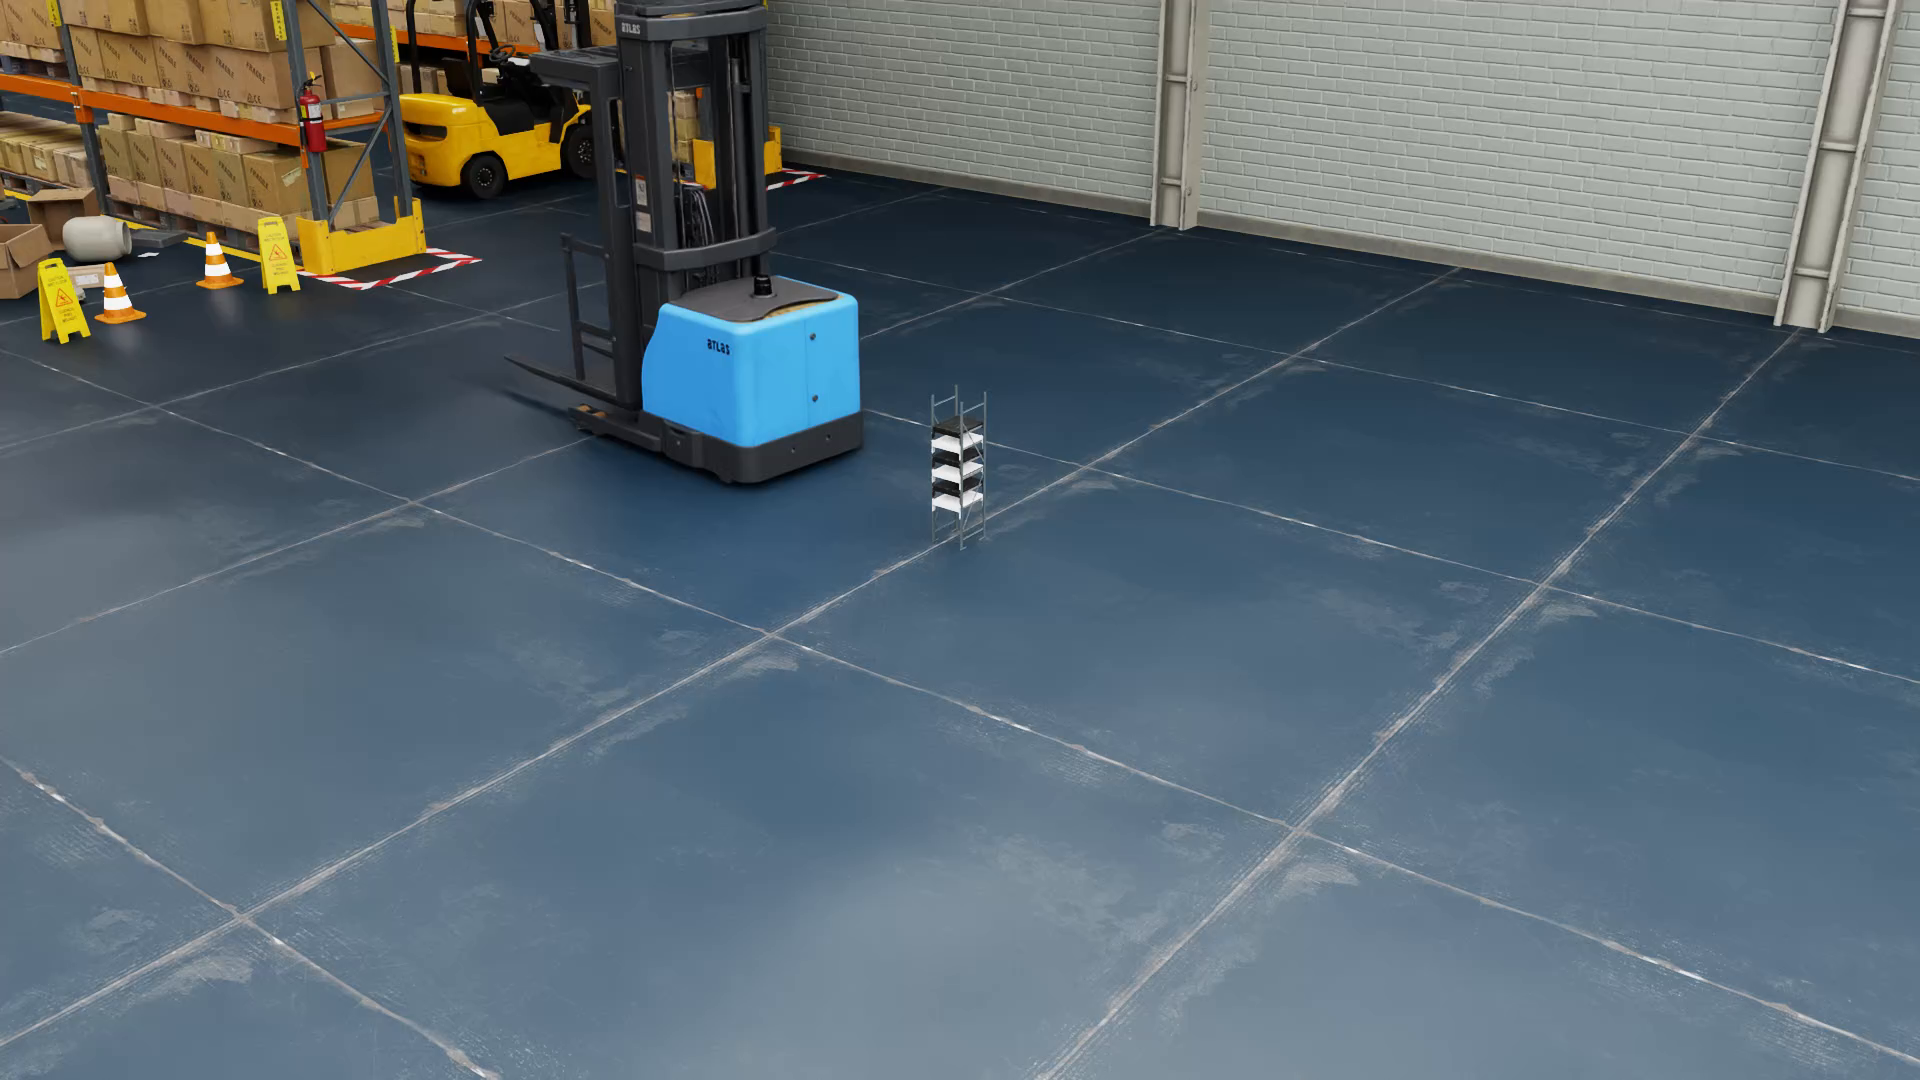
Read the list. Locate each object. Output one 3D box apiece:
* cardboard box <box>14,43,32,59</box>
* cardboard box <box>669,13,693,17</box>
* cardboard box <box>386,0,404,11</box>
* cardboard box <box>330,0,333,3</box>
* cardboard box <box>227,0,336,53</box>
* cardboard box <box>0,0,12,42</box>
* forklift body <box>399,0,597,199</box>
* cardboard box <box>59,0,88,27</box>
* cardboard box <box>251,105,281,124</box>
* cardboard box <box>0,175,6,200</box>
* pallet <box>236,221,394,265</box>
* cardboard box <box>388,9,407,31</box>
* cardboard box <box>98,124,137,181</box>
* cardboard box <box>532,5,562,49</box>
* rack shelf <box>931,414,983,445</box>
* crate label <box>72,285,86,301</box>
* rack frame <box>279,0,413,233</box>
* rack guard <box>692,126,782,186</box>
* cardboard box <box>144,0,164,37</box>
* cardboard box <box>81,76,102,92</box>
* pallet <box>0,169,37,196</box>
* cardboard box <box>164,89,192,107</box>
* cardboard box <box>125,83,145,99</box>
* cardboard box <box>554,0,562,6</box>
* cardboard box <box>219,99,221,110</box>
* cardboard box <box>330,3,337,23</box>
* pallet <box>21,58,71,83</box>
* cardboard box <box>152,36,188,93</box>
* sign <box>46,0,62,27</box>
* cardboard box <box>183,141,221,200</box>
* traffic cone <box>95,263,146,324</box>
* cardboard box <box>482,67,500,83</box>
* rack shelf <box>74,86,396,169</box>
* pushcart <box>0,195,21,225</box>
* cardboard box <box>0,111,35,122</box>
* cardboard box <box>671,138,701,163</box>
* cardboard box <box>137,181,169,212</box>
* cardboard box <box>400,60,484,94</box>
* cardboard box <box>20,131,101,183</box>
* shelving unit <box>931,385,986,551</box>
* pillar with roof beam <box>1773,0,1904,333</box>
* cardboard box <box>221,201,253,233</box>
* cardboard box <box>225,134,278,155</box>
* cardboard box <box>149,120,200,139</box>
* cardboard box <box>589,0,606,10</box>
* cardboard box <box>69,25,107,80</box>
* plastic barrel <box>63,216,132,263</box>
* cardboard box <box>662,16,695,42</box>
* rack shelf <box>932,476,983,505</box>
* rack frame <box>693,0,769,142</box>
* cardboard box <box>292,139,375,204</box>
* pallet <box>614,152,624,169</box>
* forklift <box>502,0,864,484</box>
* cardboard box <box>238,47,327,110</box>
[{"bbox_3d":[-9.765,-5.201,17.626,0.250,0.149,0.380,16,29,32],"label":"cardboard box"},{"bbox_3d":[-3.031,-5.940,18.582,0.250,0.149,0.380,17,29,34],"label":"cardboard box"},{"bbox_3d":[-7.154,-7.015,21.517,0.500,0.250,0.500,17,29,34],"label":"cardboard box"},{"bbox_3d":[-8.378,-7.391,22.370,0.500,0.250,0.500,18,29,35],"label":"cardboard box"},{"bbox_3d":[-6.099,-4.694,14.950,0.500,0.500,0.700,16,28,32],"label":"cardboard box"},{"bbox_3d":[-10.074,-5.627,17.786,0.500,0.500,0.500,18,29,35],"label":"cardboard box"},{"bbox_3d":[-5.197,-5.085,18.624,1.214,2.155,2.313,17,29,33],"label":"forklift body"},{"bbox_3d":[-8.538,-5.432,16.625,0.500,0.500,0.700,16,29,33],"label":"cardboard box"},{"bbox_3d":[-6.256,-3.933,15.268,0.250,0.149,0.380,16,29,33],"label":"cardboard box"},{"bbox_3d":[-9.803,-3.590,16.338,0.500,0.500,0.500,17,29,33],"label":"cardboard box"},{"bbox_3d":[-6.249,-2.952,16.187,1.213,0.211,1.003,17,29,33],"label":"pallet"},{"bbox_3d":[-7.131,-6.790,21.626,0.500,0.250,0.500,17,29,34],"label":"cardboard box"},{"bbox_3d":[-8.450,-4.016,17.104,0.500,0.500,0.500,18,30,36],"label":"cardboard box"},{"bbox_3d":[-4.755,-6.183,19.938,0.500,0.500,0.500,16,29,33],"label":"cardboard box"},{"bbox_3d":[-0.006,-0.630,9.478,0.200,0.077,0.258,17,29,33],"label":"rack shelf"},{"bbox_3d":[-7.737,-2.109,14.367,0.298,0.136,0.250,3,24,6],"label":"crate label"},{"bbox_3d":[-5.559,-4.001,15.111,0.127,3.000,1.000,17,29,33],"label":"rack frame"},{"bbox_3d":[-2.566,-4.454,19.239,0.348,0.500,1.175,17,29,33],"label":"rack guard"},{"bbox_3d":[-7.285,-5.074,15.813,0.500,0.500,0.700,17,29,33],"label":"cardboard box"},{"bbox_3d":[-8.700,-4.674,16.950,0.250,0.149,0.380,17,29,33],"label":"cardboard box"},{"bbox_3d":[-10.364,-4.175,18.964,1.213,0.211,1.003,17,29,33],"label":"pallet"},{"bbox_3d":[-7.464,-4.310,16.123,0.250,0.149,0.380,17,29,33],"label":"cardboard box"},{"bbox_3d":[-8.059,-4.504,16.564,0.250,0.149,0.380,18,29,35],"label":"cardboard box"},{"bbox_3d":[-4.682,-6.433,19.701,0.250,0.149,0.380,16,28,32],"label":"cardboard box"},{"bbox_3d":[-6.793,-4.162,15.787,0.250,0.149,0.380,17,29,34],"label":"cardboard box"},{"bbox_3d":[-8.379,-7.160,22.467,0.500,0.250,0.500,16,28,32],"label":"cardboard box"},{"bbox_3d":[-9.284,-5.113,17.871,1.213,0.211,1.003,17,29,33],"label":"pallet"},{"bbox_3d":[-7.349,-4.599,15.975,0.500,0.500,0.500,17,29,34],"label":"cardboard box"},{"bbox_3d":[-9.090,-5.319,16.665,0.005,0.325,0.100,17,29,33],"label":"sign"},{"bbox_3d":[-7.176,-3.637,16.245,0.500,0.500,0.500,16,28,32],"label":"cardboard box"},{"bbox_3d":[-7.070,-2.088,13.915,0.334,0.463,0.336,17,29,33],"label":"traffic cone"},{"bbox_3d":[-5.587,-5.744,20.716,0.500,0.250,0.500,16,29,33],"label":"cardboard box"},{"bbox_3d":[-7.159,-4.156,16.354,4.000,0.370,1.077,17,29,33],"label":"rack shelf"},{"bbox_3d":[-10.087,-3.021,16.138,0.936,0.377,1.648,7,25,15],"label":"pushcart"},{"bbox_3d":[-11.514,-4.786,19.630,0.625,0.372,0.950,15,28,30],"label":"cardboard box"},{"bbox_3d":[-3.150,-4.549,19.244,0.500,0.250,0.500,17,29,34],"label":"cardboard box"},{"bbox_3d":[-8.016,-3.547,16.970,0.500,0.250,0.500,19,30,36],"label":"cardboard box"},{"bbox_3d":[-6.826,-5.989,22.047,0.625,0.625,0.875,16,29,33],"label":"cardboard box"},{"bbox_3d":[-9.758,-4.257,18.430,0.625,0.372,0.950,19,30,36],"label":"cardboard box"},{"bbox_3d":[-0.006,-0.414,9.573,0.210,0.900,0.258,17,29,33],"label":"shelving unit"},{"bbox_3d":[4.419,-4.517,8.842,0.400,9.000,9.100,17,29,33],"label":"pillar with roof beam"},{"bbox_3d":[-6.777,-3.172,16.118,0.500,0.250,0.500,17,29,33],"label":"cardboard box"},{"bbox_3d":[-6.690,-3.752,15.700,0.250,0.149,0.380,18,29,35],"label":"cardboard box"},{"bbox_3d":[-7.756,-4.075,16.434,0.250,0.149,0.380,19,30,36],"label":"cardboard box"},{"bbox_3d":[-4.072,-6.242,19.268,0.250,0.149,0.380,17,29,34],"label":"cardboard box"},{"bbox_3d":[-8.575,-4.954,16.781,0.500,0.500,0.500,17,29,33],"label":"cardboard box"},{"bbox_3d":[-8.120,-2.833,15.656,0.512,0.421,0.421,-5,24,-12],"label":"plastic barrel"},{"bbox_3d":[-3.136,-5.684,18.806,0.500,0.500,0.500,16,28,32],"label":"cardboard box"},{"bbox_3d":[-0.006,-0.301,9.623,0.200,0.077,0.258,17,29,33],"label":"rack shelf"},{"bbox_3d":[-2.585,-5.604,18.748,0.127,3.000,1.000,17,29,33],"label":"rack frame"},{"bbox_3d":[-6.058,-3.568,16.088,0.500,0.500,0.500,16,28,32],"label":"cardboard box"},{"bbox_3d":[-4.194,-4.794,20.369,1.213,0.211,1.003,17,29,33],"label":"pallet"},{"bbox_3d":[-2.057,-2.183,11.069,3.031,2.935,1.130,21,31,39],"label":"forklift"},{"bbox_3d":[-6.159,-4.226,15.127,0.500,0.500,0.500,16,29,32],"label":"cardboard box"}]
